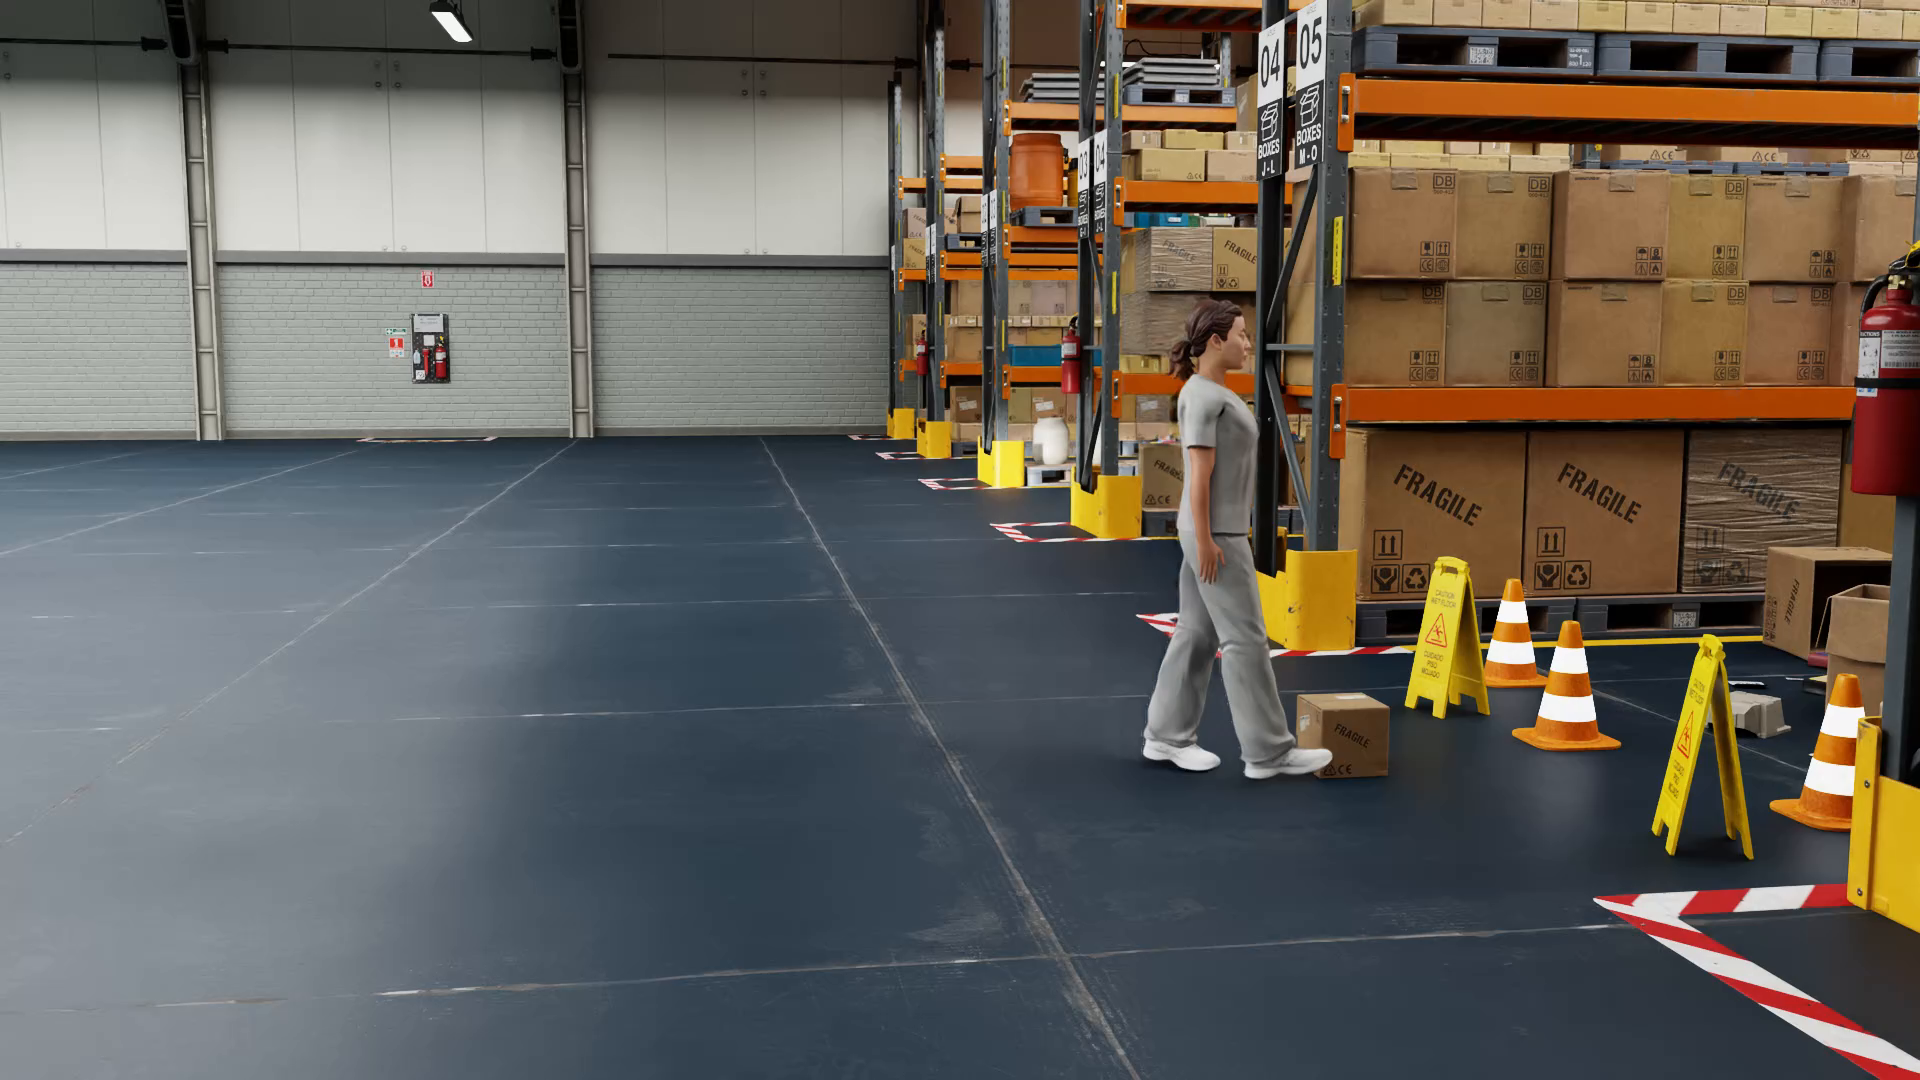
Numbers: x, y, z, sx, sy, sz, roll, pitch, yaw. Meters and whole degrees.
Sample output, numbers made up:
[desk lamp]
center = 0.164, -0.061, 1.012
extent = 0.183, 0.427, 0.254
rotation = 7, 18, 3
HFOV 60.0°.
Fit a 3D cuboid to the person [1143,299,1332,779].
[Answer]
[person]
center = 0.982, -0.006, 5.839
extent = 0.673, 1.665, 0.447
rotation = 1, 7, 12
